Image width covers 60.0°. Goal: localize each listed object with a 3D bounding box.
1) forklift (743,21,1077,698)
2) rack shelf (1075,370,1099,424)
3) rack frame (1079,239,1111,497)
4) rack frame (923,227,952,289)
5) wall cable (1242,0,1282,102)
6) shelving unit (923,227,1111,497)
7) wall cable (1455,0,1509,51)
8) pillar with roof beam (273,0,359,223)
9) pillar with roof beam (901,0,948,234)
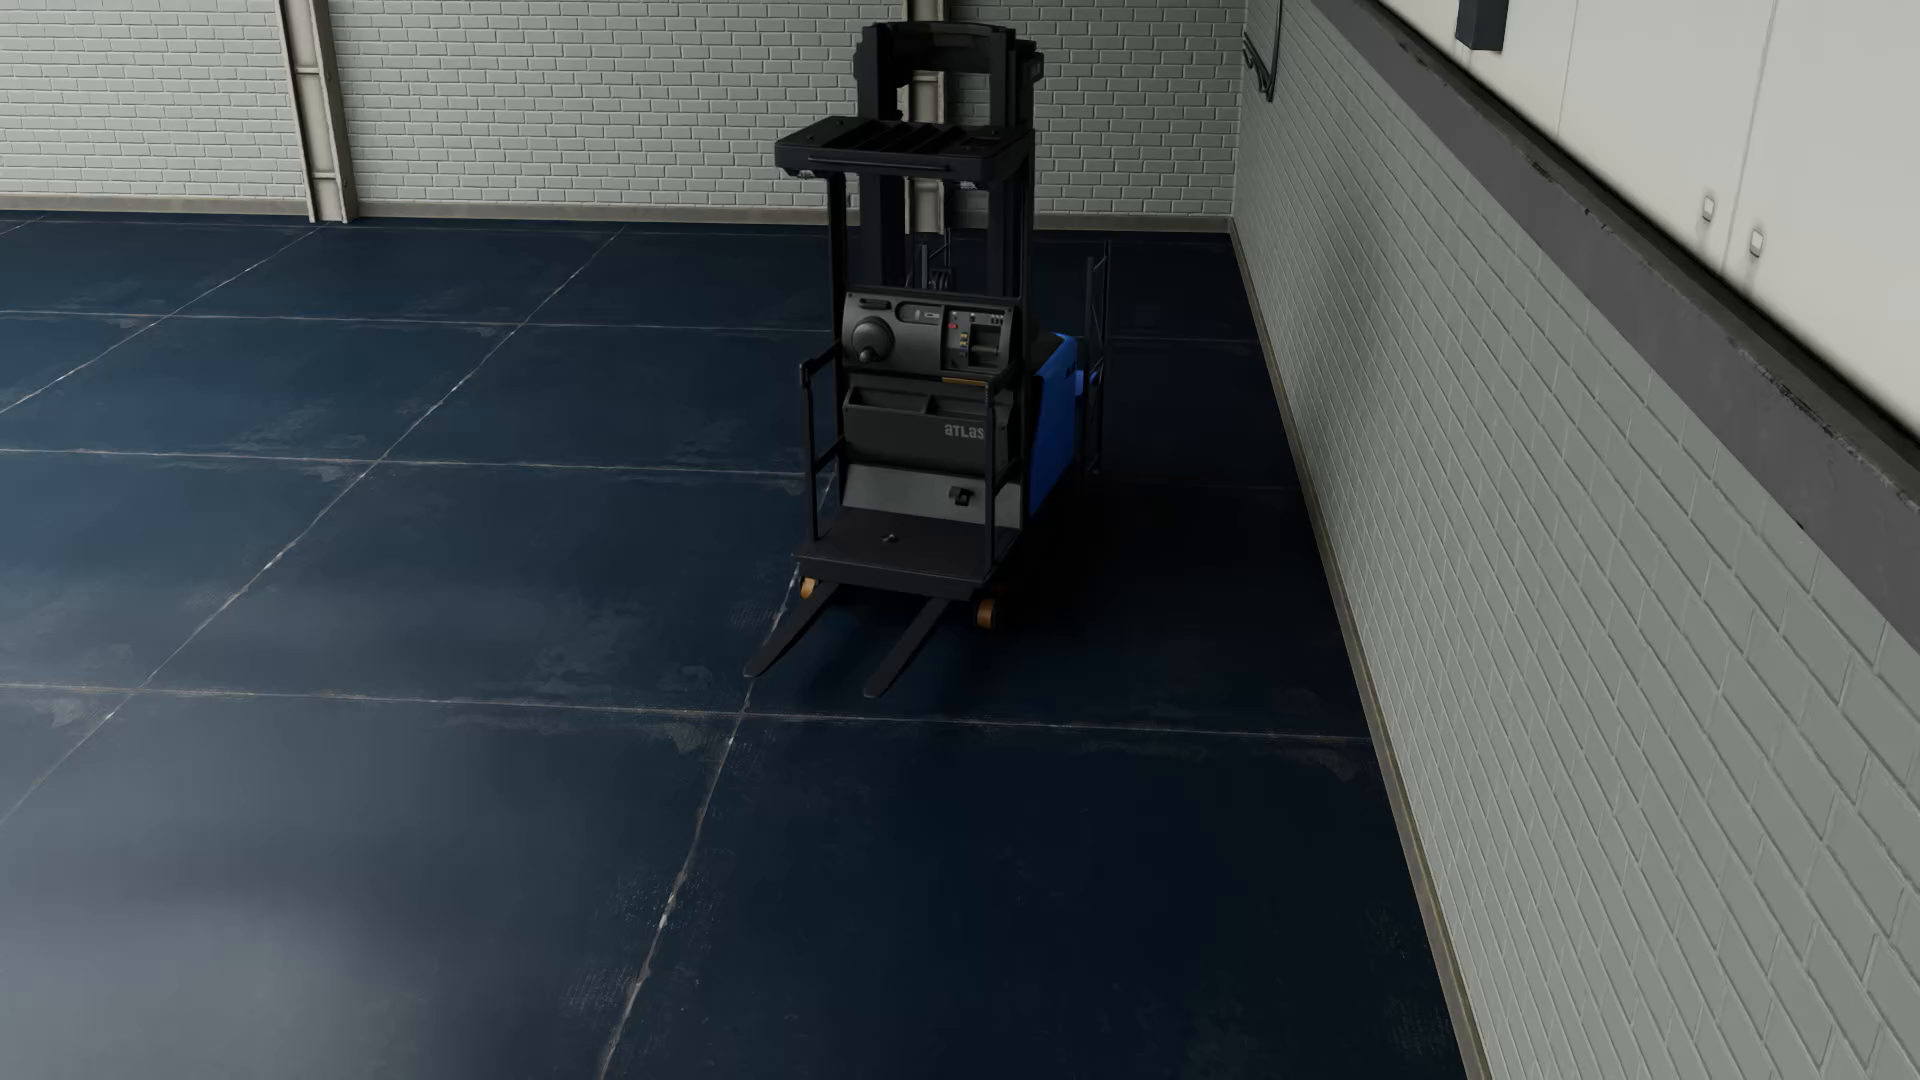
[{"bbox_3d":[-0.235,-1.050,8.525,1.130,2.935,3.031,8,26,16],"label":"forklift"},{"bbox_3d":[0.343,-0.951,10.439,1.000,0.185,0.538,7,24,16],"label":"rack shelf"},{"bbox_3d":[0.830,-1.053,10.230,0.032,1.500,0.500,7,24,16],"label":"rack frame"},{"bbox_3d":[-0.141,-1.179,10.504,0.032,1.500,0.500,7,24,16],"label":"rack frame"},{"bbox_3d":[2.504,-5.085,13.751,0.112,2.526,3.097,2,25,4],"label":"wall cable"},{"bbox_3d":[0.344,-1.116,10.367,1.048,1.500,0.538,7,24,16],"label":"shelving unit"},{"bbox_3d":[1.761,-4.085,3.793,0.169,6.003,2.305,2,25,4],"label":"wall cable"},{"bbox_3d":[-6.644,-5.539,11.023,0.400,9.000,9.100,2,25,4],"label":"pillar with roof beam"},{"bbox_3d":[-0.662,-5.347,10.605,0.400,9.000,9.100,2,25,4],"label":"pillar with roof beam"}]
